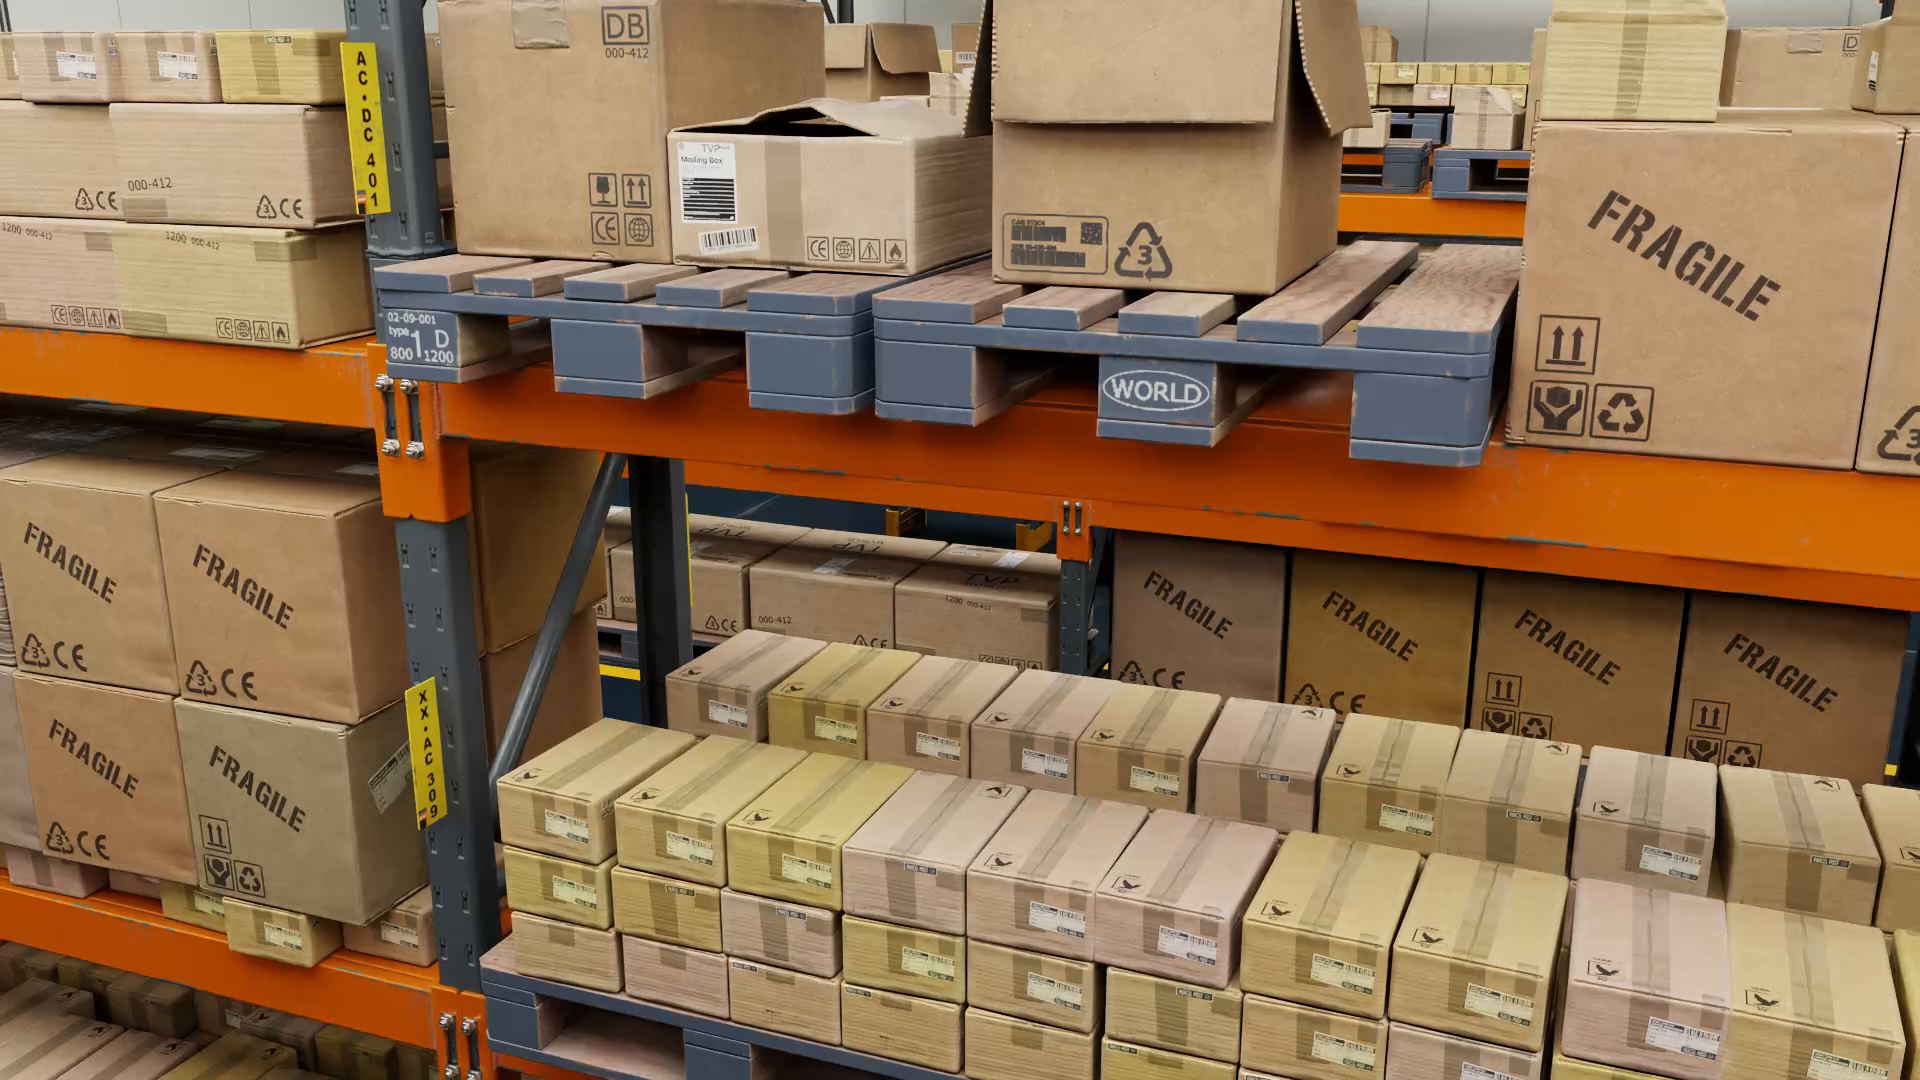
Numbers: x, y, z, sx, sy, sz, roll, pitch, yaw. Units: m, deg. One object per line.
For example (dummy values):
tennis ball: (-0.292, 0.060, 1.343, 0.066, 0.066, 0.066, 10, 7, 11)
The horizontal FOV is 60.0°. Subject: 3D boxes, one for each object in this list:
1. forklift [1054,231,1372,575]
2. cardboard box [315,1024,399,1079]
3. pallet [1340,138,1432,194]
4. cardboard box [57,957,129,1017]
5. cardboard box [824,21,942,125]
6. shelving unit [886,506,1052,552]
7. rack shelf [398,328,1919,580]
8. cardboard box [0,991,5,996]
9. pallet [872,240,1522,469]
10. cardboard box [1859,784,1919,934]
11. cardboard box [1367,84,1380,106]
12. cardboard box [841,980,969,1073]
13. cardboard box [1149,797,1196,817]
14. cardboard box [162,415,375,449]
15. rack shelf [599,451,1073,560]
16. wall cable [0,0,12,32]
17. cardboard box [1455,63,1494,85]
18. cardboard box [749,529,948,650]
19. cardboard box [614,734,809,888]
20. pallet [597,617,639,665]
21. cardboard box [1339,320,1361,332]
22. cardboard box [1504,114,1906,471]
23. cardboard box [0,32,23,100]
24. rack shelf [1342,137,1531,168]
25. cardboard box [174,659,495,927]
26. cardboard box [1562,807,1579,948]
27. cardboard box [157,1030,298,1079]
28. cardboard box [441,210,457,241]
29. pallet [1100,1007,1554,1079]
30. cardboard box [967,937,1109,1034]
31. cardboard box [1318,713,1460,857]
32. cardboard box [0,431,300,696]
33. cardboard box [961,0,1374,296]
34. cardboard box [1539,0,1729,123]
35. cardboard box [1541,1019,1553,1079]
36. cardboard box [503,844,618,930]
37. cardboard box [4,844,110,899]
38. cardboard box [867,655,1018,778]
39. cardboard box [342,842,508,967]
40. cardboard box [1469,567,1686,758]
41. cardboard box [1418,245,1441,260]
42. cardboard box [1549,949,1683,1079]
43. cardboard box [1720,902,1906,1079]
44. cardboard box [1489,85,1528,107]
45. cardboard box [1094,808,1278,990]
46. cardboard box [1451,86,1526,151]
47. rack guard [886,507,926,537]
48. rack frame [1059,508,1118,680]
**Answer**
forklift: (2.197, -1.110, 10.739, 3.031, 2.935, 1.130, 7, 18, 24)
cardboard box: (-1.704, 1.477, 4.999, 0.250, 0.149, 0.380, 6, 17, 20)
pallet: (1.622, -1.821, 8.029, 1.217, 0.209, 0.805, 6, 17, 18)
cardboard box: (-2.660, 1.367, 5.377, 0.250, 0.149, 0.380, 6, 17, 21)
cardboard box: (-0.515, -2.423, 8.640, 0.637, 0.503, 0.797, 8, 18, 25)
shelving unit: (0.071, -0.712, 11.938, 1.083, 1.500, 0.587, 6, 17, 21)
rack shelf: (0.889, -0.150, 3.219, 4.000, 0.370, 1.077, 6, 17, 21)
cardboard box: (-3.098, 1.485, 4.973, 0.250, 0.149, 0.380, 7, 17, 21)
pallet: (0.530, -0.413, 3.174, 1.003, 0.211, 1.213, 6, 17, 21)
cardboard box: (1.913, 0.633, 3.244, 0.250, 0.149, 0.380, 6, 17, 20)
cardboard box: (2.929, -3.241, 12.096, 0.250, 0.149, 0.380, 6, 17, 21)
cardboard box: (-0.049, 0.899, 3.395, 0.250, 0.149, 0.380, 6, 17, 21)
cardboard box: (0.444, 0.613, 3.845, 0.250, 0.149, 0.380, 5, 17, 18)
cardboard box: (-1.789, -0.089, 4.592, 0.500, 0.500, 0.500, 6, 17, 19)
rack shelf: (-1.110, -0.412, 9.504, 4.000, 0.370, 1.077, 6, 17, 21)
wall cable: (-7.029, -5.284, 14.166, 0.133, 3.039, 2.988, 6, 17, 21)
cardboard box: (3.689, -3.333, 11.878, 0.250, 0.149, 0.380, 7, 17, 21)
cardboard box: (-0.627, 0.292, 9.630, 0.875, 0.438, 0.875, 6, 17, 19)
cardboard box: (-0.512, 0.561, 3.492, 0.250, 0.149, 0.380, 7, 18, 22)
pallet: (-2.198, 0.438, 10.285, 1.213, 0.211, 1.003, 6, 17, 21)
cardboard box: (2.004, -0.865, 7.800, 0.500, 0.500, 0.500, 6, 17, 19)
cardboard box: (1.192, -0.431, 2.718, 0.500, 0.500, 0.500, 6, 17, 21)
cardboard box: (-2.056, -1.116, 3.915, 0.250, 0.149, 0.380, 7, 18, 23)
rack shelf: (4.429, -2.731, 12.112, 4.000, 0.370, 1.077, 6, 17, 21)
cardboard box: (-1.525, 0.574, 4.104, 0.500, 0.500, 0.500, 6, 17, 21)
cardboard box: (1.405, 0.720, 3.479, 0.250, 0.149, 0.380, 6, 17, 21)
cardboard box: (-2.097, 1.568, 4.687, 0.250, 0.149, 0.380, 7, 18, 22)
cardboard box: (-1.305, -0.743, 4.243, 0.500, 0.250, 0.500, 7, 18, 23)
pallet: (0.893, 1.050, 3.519, 1.213, 0.211, 1.003, 6, 17, 21)
cardboard box: (0.202, 0.782, 3.262, 0.250, 0.149, 0.380, 7, 18, 23)
cardboard box: (0.937, 0.525, 3.614, 0.250, 0.149, 0.380, 6, 17, 20)
cardboard box: (-1.991, 0.040, 4.148, 0.500, 0.500, 0.500, 6, 17, 19)
cardboard box: (0.417, -0.759, 3.089, 0.637, 0.503, 0.797, 6, 17, 20)
cardboard box: (1.074, -0.806, 2.638, 0.258, 0.266, 0.396, 6, 17, 21)
cardboard box: (0.931, 1.005, 3.028, 0.250, 0.149, 0.380, 7, 18, 22)
cardboard box: (-0.774, 0.677, 3.627, 0.250, 0.149, 0.380, 7, 17, 22)
cardboard box: (-2.324, 0.799, 4.491, 0.250, 0.149, 0.380, 5, 17, 18)
cardboard box: (-0.036, 0.419, 3.981, 0.250, 0.149, 0.380, 6, 17, 19)
cardboard box: (-1.323, 0.893, 4.168, 0.250, 0.149, 0.380, 6, 17, 20)
cardboard box: (3.032, 0.490, 8.163, 0.875, 0.875, 0.875, 7, 17, 21)
cardboard box: (3.418, -1.930, 12.510, 0.500, 0.500, 0.700, 6, 17, 21)
cardboard box: (1.165, 0.889, 2.895, 0.250, 0.149, 0.380, 6, 17, 20)
cardboard box: (1.399, 0.773, 2.762, 0.250, 0.149, 0.380, 7, 18, 22)
cardboard box: (3.885, -3.145, 11.763, 0.250, 0.149, 0.380, 7, 17, 22)
cardboard box: (0.429, 0.666, 3.130, 0.250, 0.149, 0.380, 7, 18, 23)
cardboard box: (2.322, -1.853, 7.285, 0.258, 0.266, 0.396, 8, 18, 25)
rack guard: (-0.392, -0.163, 12.287, 0.087, 0.250, 0.587, 6, 17, 21)
rack frame: (0.751, -0.553, 8.699, 0.127, 3.000, 1.000, 6, 17, 21)
